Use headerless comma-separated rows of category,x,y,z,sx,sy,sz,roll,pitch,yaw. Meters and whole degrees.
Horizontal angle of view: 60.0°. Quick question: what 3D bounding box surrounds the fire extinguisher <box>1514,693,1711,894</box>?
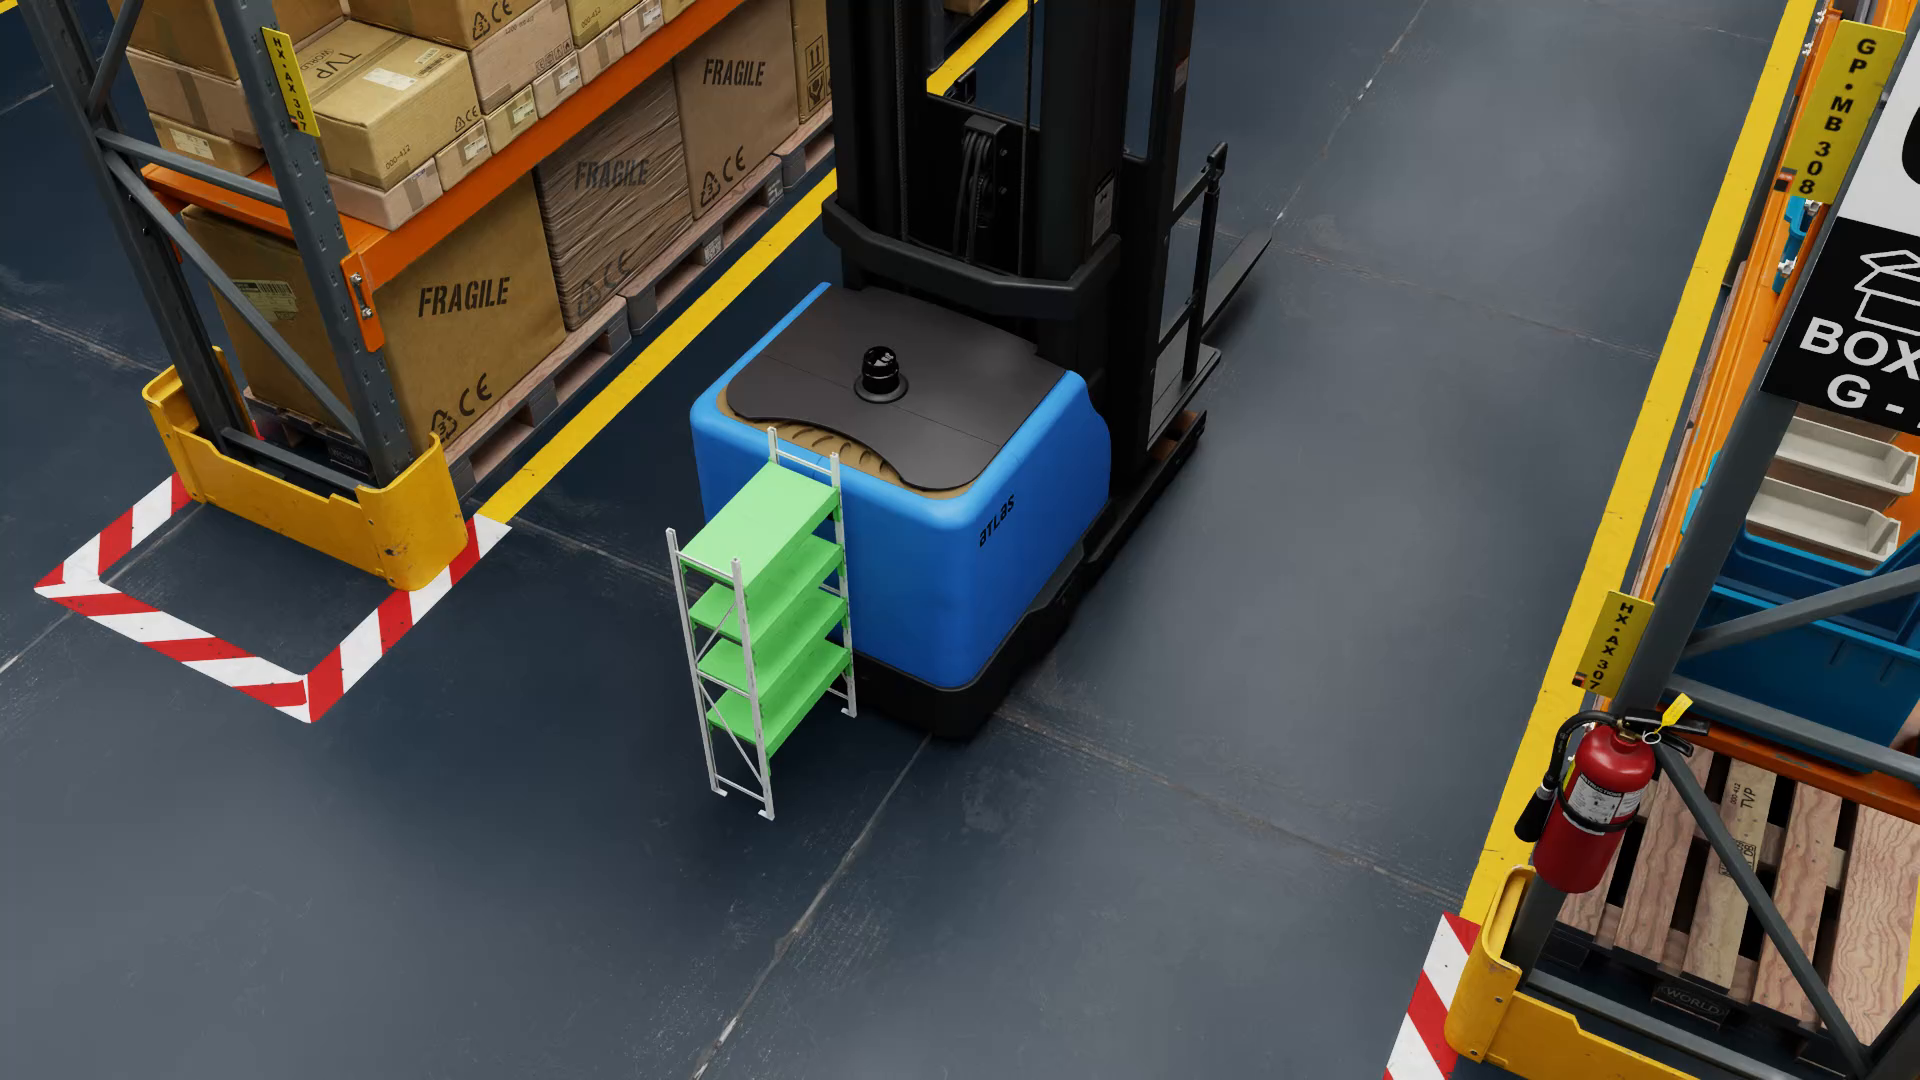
fire extinguisher,1.507,0.573,3.891,0.296,0.674,0.183,20,49,19

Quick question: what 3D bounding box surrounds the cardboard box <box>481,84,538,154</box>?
cardboard box,-1.714,-1.515,5.815,0.380,0.149,0.250,19,48,18

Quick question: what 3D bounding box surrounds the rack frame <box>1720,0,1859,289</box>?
rack frame,3.836,-2.050,6.167,1.000,3.000,0.127,20,49,19

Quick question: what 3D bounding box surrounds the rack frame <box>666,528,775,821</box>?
rack frame,-0.705,0.435,4.976,0.240,1.200,0.015,23,50,21

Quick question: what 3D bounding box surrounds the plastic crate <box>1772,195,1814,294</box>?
plastic crate,2.706,-0.871,5.077,0.416,0.233,0.300,20,49,19

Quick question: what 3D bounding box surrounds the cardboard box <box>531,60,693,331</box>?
cardboard box,-1.759,-1.569,6.891,0.875,0.875,0.875,20,49,19

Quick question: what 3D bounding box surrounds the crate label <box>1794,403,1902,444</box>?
crate label,2.453,-0.394,4.673,0.396,0.136,0.243,20,49,19

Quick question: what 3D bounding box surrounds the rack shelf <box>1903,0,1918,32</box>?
rack shelf,2.908,-1.660,4.041,0.919,0.124,3.809,20,49,19

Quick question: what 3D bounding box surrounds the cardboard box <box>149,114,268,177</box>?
cardboard box,-2.534,-1.410,5.712,0.380,0.149,0.250,21,49,20

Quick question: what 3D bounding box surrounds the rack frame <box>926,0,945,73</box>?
rack frame,-0.550,-3.685,7.783,1.000,3.000,0.127,20,49,19

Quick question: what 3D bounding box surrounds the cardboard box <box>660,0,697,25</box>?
cardboard box,-1.237,-2.161,6.454,0.380,0.149,0.250,19,48,18

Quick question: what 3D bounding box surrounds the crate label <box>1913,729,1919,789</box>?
crate label,2.386,0.461,3.761,0.416,0.233,0.303,20,49,19

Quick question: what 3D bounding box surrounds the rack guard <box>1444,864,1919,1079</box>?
rack guard,1.980,1.368,4.547,1.175,0.500,0.348,20,49,19

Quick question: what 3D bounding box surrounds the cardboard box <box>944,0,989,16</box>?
cardboard box,-0.271,-3.496,8.795,1.225,0.875,0.875,21,49,19

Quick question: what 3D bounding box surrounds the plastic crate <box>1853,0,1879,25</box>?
plastic crate,3.200,-1.614,5.649,0.402,0.464,0.583,20,49,19

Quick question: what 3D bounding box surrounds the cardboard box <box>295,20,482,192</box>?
cardboard box,-1.945,-1.431,5.451,0.500,0.250,0.500,19,48,18

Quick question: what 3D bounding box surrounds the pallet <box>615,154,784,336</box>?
pallet,-1.538,-1.481,7.565,1.003,0.211,1.213,20,49,19

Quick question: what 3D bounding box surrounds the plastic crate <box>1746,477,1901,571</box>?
plastic crate,2.198,-0.032,4.316,0.396,0.136,0.243,20,49,19

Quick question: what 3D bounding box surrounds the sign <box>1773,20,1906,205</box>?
sign,1.485,-0.719,2.817,0.100,0.325,0.005,20,49,19

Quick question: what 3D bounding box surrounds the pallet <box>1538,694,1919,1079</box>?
pallet,2.397,0.943,5.169,1.003,0.211,1.213,20,49,19

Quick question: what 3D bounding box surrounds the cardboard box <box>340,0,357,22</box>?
cardboard box,-2.181,-1.930,5.944,0.500,0.250,0.500,20,49,18

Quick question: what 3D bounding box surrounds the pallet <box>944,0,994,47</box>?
pallet,-0.259,-3.216,9.280,1.003,0.211,1.213,20,49,19

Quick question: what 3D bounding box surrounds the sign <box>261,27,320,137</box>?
sign,-1.919,-1.311,4.772,0.100,0.325,0.005,20,49,19

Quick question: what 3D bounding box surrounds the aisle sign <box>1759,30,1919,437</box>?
aisle sign,1.687,-0.495,2.803,0.394,0.787,0.004,20,49,19

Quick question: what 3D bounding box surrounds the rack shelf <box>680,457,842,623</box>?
rack shelf,-0.582,-0.007,4.828,0.258,0.148,0.480,23,50,21

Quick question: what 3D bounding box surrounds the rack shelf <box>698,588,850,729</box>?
rack shelf,-0.582,0.331,5.170,0.258,0.148,0.480,23,50,21

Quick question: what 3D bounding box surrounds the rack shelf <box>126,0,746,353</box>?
rack shelf,-1.479,-2.173,6.794,1.077,0.370,4.000,20,49,19

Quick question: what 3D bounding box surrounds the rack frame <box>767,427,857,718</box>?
rack frame,-0.459,0.136,5.272,0.240,1.200,0.015,23,50,21

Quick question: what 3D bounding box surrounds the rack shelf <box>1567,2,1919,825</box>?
rack shelf,2.908,-0.537,5.178,1.077,0.370,4.000,20,49,19

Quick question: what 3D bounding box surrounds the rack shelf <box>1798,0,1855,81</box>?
rack shelf,4.765,-3.057,7.668,1.077,0.370,4.000,20,49,19

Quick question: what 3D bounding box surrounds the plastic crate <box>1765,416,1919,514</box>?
plastic crate,2.345,-0.210,4.492,0.396,0.136,0.243,20,49,19

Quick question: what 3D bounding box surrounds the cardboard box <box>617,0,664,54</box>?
cardboard box,-1.355,-2.003,6.297,0.380,0.149,0.250,20,49,19

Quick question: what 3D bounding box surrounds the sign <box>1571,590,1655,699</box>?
sign,1.485,0.241,3.788,0.100,0.325,0.005,20,49,19

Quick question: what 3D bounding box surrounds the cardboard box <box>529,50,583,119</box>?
cardboard box,-1.594,-1.680,5.978,0.380,0.149,0.250,20,49,18

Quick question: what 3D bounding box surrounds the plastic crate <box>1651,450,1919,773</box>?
plastic crate,1.970,0.164,3.912,0.616,0.435,0.499,20,49,19

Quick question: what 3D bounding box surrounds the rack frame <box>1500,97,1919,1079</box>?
rack frame,1.980,0.470,3.677,1.000,3.000,0.127,20,49,19

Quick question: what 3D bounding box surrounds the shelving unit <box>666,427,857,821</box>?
shelving unit,-0.582,0.286,5.124,0.258,1.200,0.503,23,50,21

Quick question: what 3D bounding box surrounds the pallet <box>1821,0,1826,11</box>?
pallet,5.364,-3.079,9.145,1.003,0.211,1.213,20,49,19

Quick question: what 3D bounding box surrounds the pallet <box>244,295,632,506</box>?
pallet,-2.105,-0.715,6.808,1.003,0.211,1.213,20,49,19

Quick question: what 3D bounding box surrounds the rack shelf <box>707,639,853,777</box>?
rack shelf,-0.582,0.499,5.340,0.258,0.148,0.480,23,50,21

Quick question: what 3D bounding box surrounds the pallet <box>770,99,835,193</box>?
pallet,-0.973,-2.252,8.327,1.003,0.211,1.213,20,49,19

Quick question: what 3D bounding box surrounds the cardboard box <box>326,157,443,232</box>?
cardboard box,-1.950,-1.192,5.496,0.380,0.149,0.250,21,49,19

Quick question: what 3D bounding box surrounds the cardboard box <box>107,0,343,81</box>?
cardboard box,-2.414,-1.875,5.363,0.500,0.500,0.500,21,49,20

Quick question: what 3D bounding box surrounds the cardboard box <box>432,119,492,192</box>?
cardboard box,-1.832,-1.354,5.656,0.380,0.149,0.250,20,49,18

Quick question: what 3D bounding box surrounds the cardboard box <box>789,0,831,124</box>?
cardboard box,-0.928,-2.697,8.005,0.875,0.875,0.875,20,49,19

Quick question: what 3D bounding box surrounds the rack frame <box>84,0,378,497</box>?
rack frame,-2.410,-1.167,5.294,0.949,2.616,0.053,20,49,19

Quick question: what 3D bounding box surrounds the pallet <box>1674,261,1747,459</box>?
pallet,3.530,-0.594,6.689,1.003,0.211,1.213,20,49,19

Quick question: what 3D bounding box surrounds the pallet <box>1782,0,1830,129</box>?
pallet,4.797,-2.314,8.388,1.003,0.211,1.213,20,49,19

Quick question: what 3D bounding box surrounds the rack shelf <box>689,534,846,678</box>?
rack shelf,-0.582,0.162,4.999,0.258,0.148,0.480,23,50,21

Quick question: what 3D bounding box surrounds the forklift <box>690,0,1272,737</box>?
forklift,0.316,-1.416,5.589,1.130,2.935,3.031,22,49,21

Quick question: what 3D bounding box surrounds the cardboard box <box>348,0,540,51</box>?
cardboard box,-1.713,-2.009,5.496,0.500,0.500,0.500,19,48,18

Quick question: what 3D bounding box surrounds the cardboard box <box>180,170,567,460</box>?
cardboard box,-2.181,-0.996,6.324,0.875,0.875,0.875,20,49,19
